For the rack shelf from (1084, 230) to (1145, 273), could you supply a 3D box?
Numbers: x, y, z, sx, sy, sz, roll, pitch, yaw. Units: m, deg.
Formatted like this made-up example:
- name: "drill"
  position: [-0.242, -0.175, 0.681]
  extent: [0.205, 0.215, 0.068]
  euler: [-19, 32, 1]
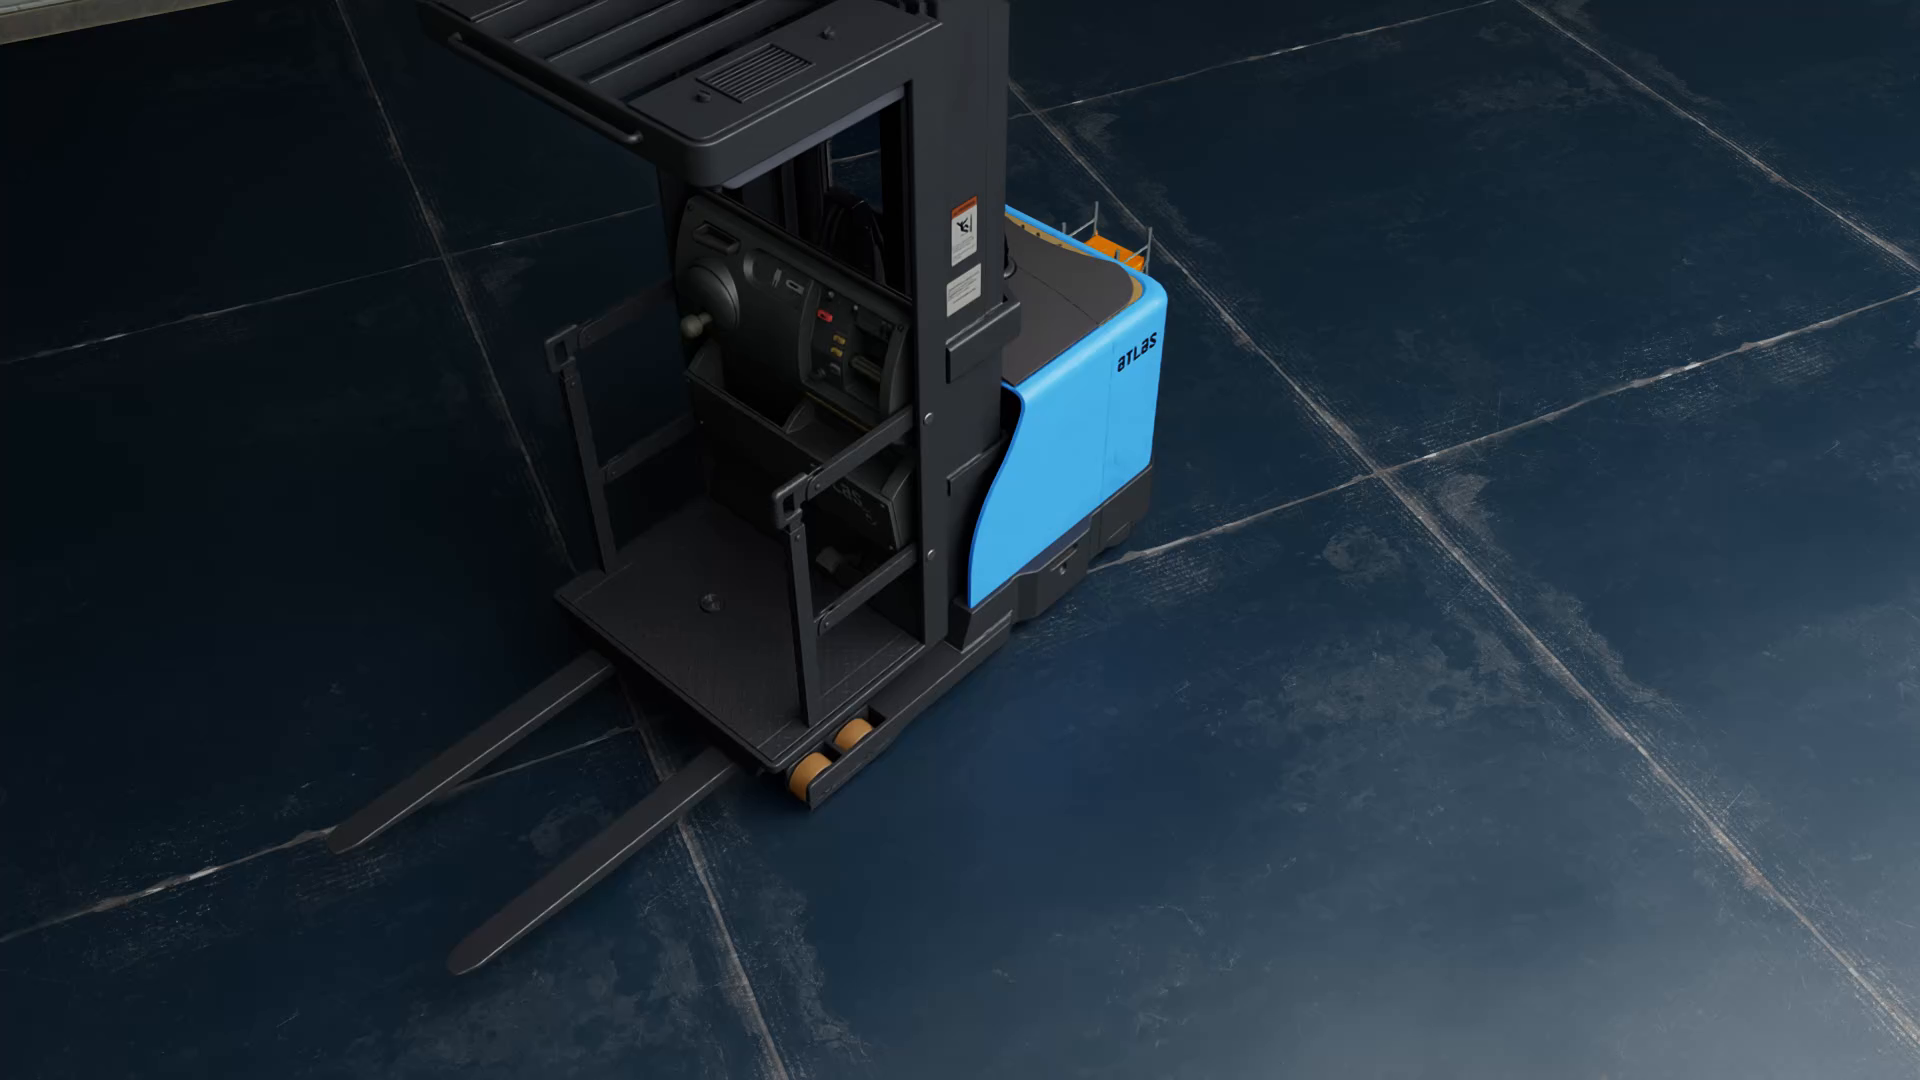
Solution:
- name: "rack shelf"
  position: [0.519, -0.933, 6.059]
  extent: [0.240, 0.259, 0.215]
  euler: [33, 53, 29]

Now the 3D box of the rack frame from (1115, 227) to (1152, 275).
- name: "rack frame"
  position: [0.609, -0.681, 6.192]
  extent: [0.008, 1.050, 0.200]
  euler: [33, 53, 29]

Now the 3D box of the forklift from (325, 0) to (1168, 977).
- name: "forklift"
  position: [-0.647, -0.598, 4.769]
  extent: [1.130, 2.935, 3.031]
  euler: [33, 53, 29]

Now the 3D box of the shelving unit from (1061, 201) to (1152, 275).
- name: "shelving unit"
  position: [0.519, -0.738, 6.251]
  extent: [0.252, 1.050, 0.215]
  euler: [33, 53, 29]

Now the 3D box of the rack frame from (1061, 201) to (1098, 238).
- name: "rack frame"
  position: [0.429, -0.796, 6.309]
  extent: [0.008, 1.050, 0.200]
  euler: [33, 53, 29]
